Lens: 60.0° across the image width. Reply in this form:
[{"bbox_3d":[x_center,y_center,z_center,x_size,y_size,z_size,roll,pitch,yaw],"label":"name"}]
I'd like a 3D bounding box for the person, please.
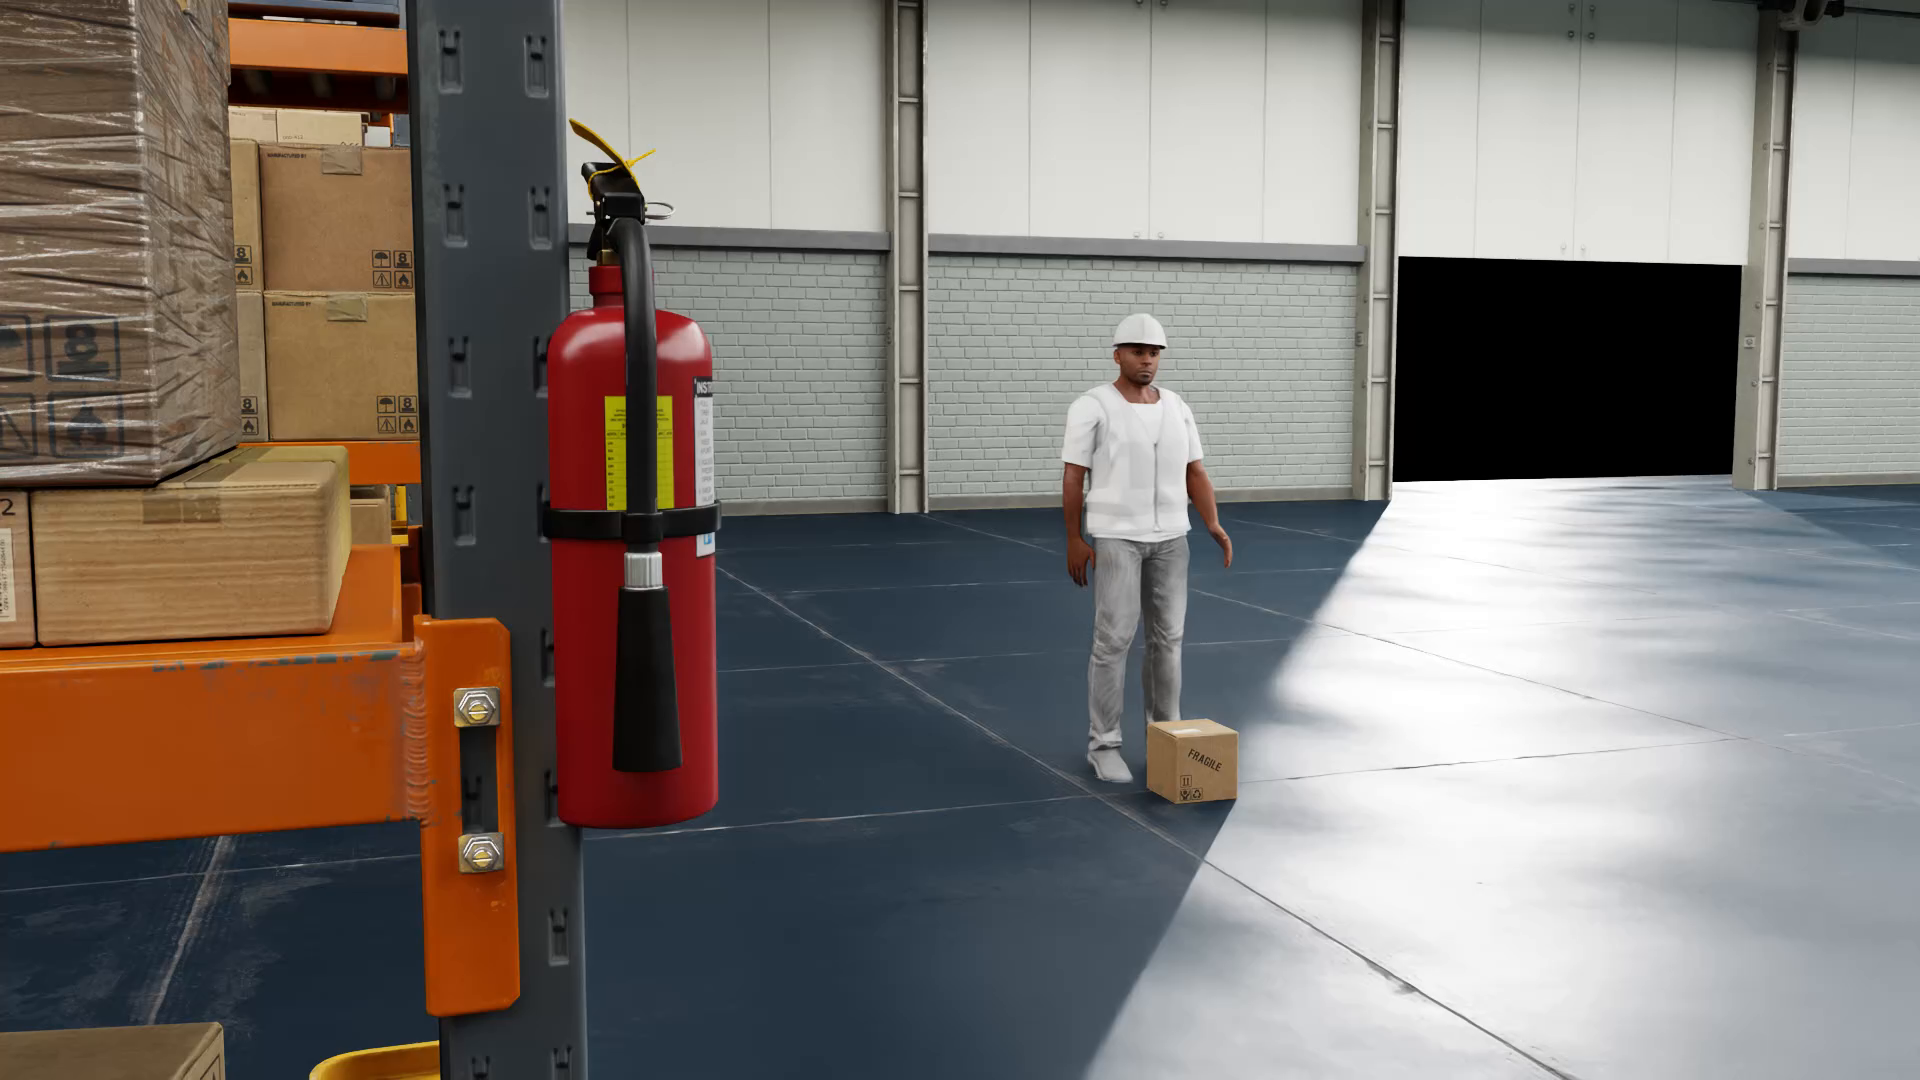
[{"bbox_3d":[0.729,0.023,6.491,0.590,1.808,0.491,-3,6,-24],"label":"person"}]
